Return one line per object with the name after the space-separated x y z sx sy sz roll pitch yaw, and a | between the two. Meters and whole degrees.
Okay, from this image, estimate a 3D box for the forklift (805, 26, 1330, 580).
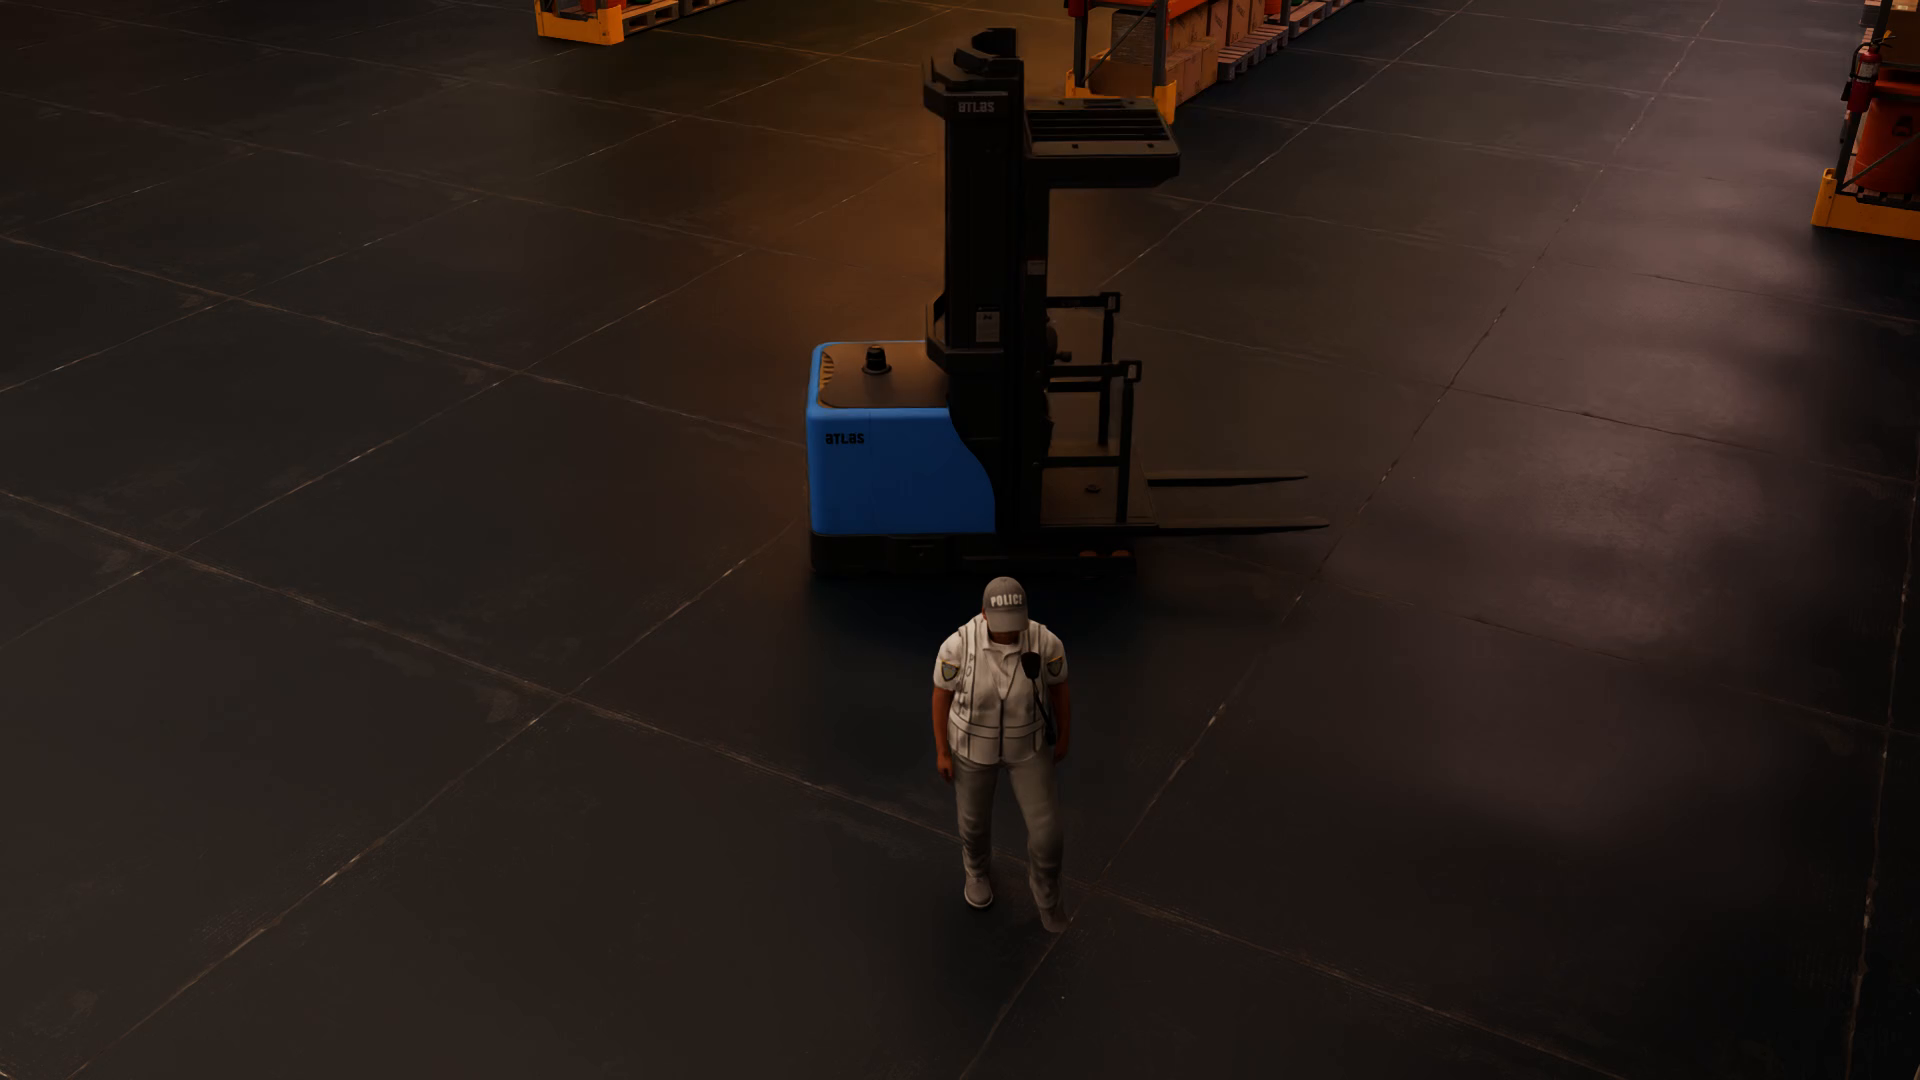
0.636 -1.306 9.333 3.031 2.935 1.130 -1 30 -2 | forklift

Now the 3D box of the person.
0.180 0.898 6.878 0.589 1.714 0.481 -1 30 -1 | person
